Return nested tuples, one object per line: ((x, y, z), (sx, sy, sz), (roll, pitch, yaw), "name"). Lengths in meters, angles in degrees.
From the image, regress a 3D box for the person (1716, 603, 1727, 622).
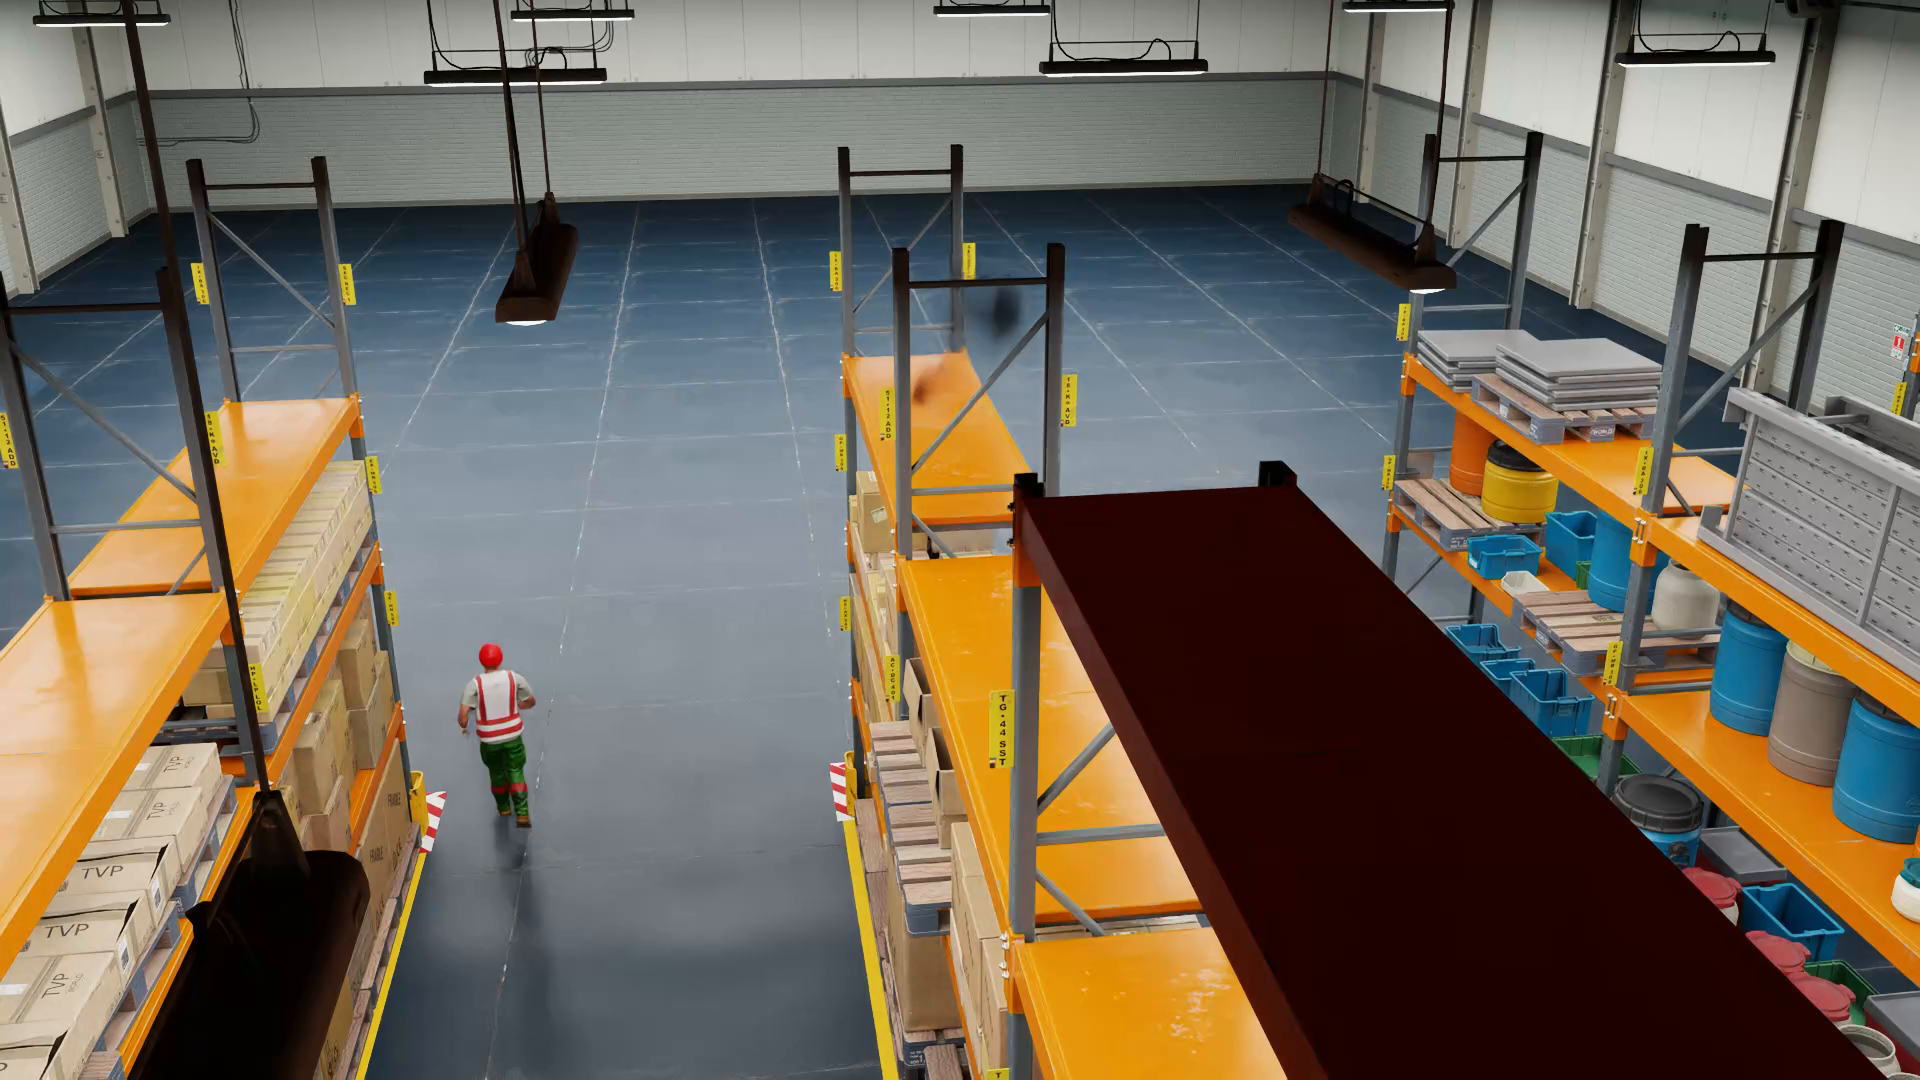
((8.220, 0.413, 18.195), (0.986, 1.783, 0.711), (10, 24, 24), "person")

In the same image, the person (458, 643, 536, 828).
((-4.086, 1.756, 14.779), (0.685, 1.795, 0.865), (-8, 23, -20), "person")
